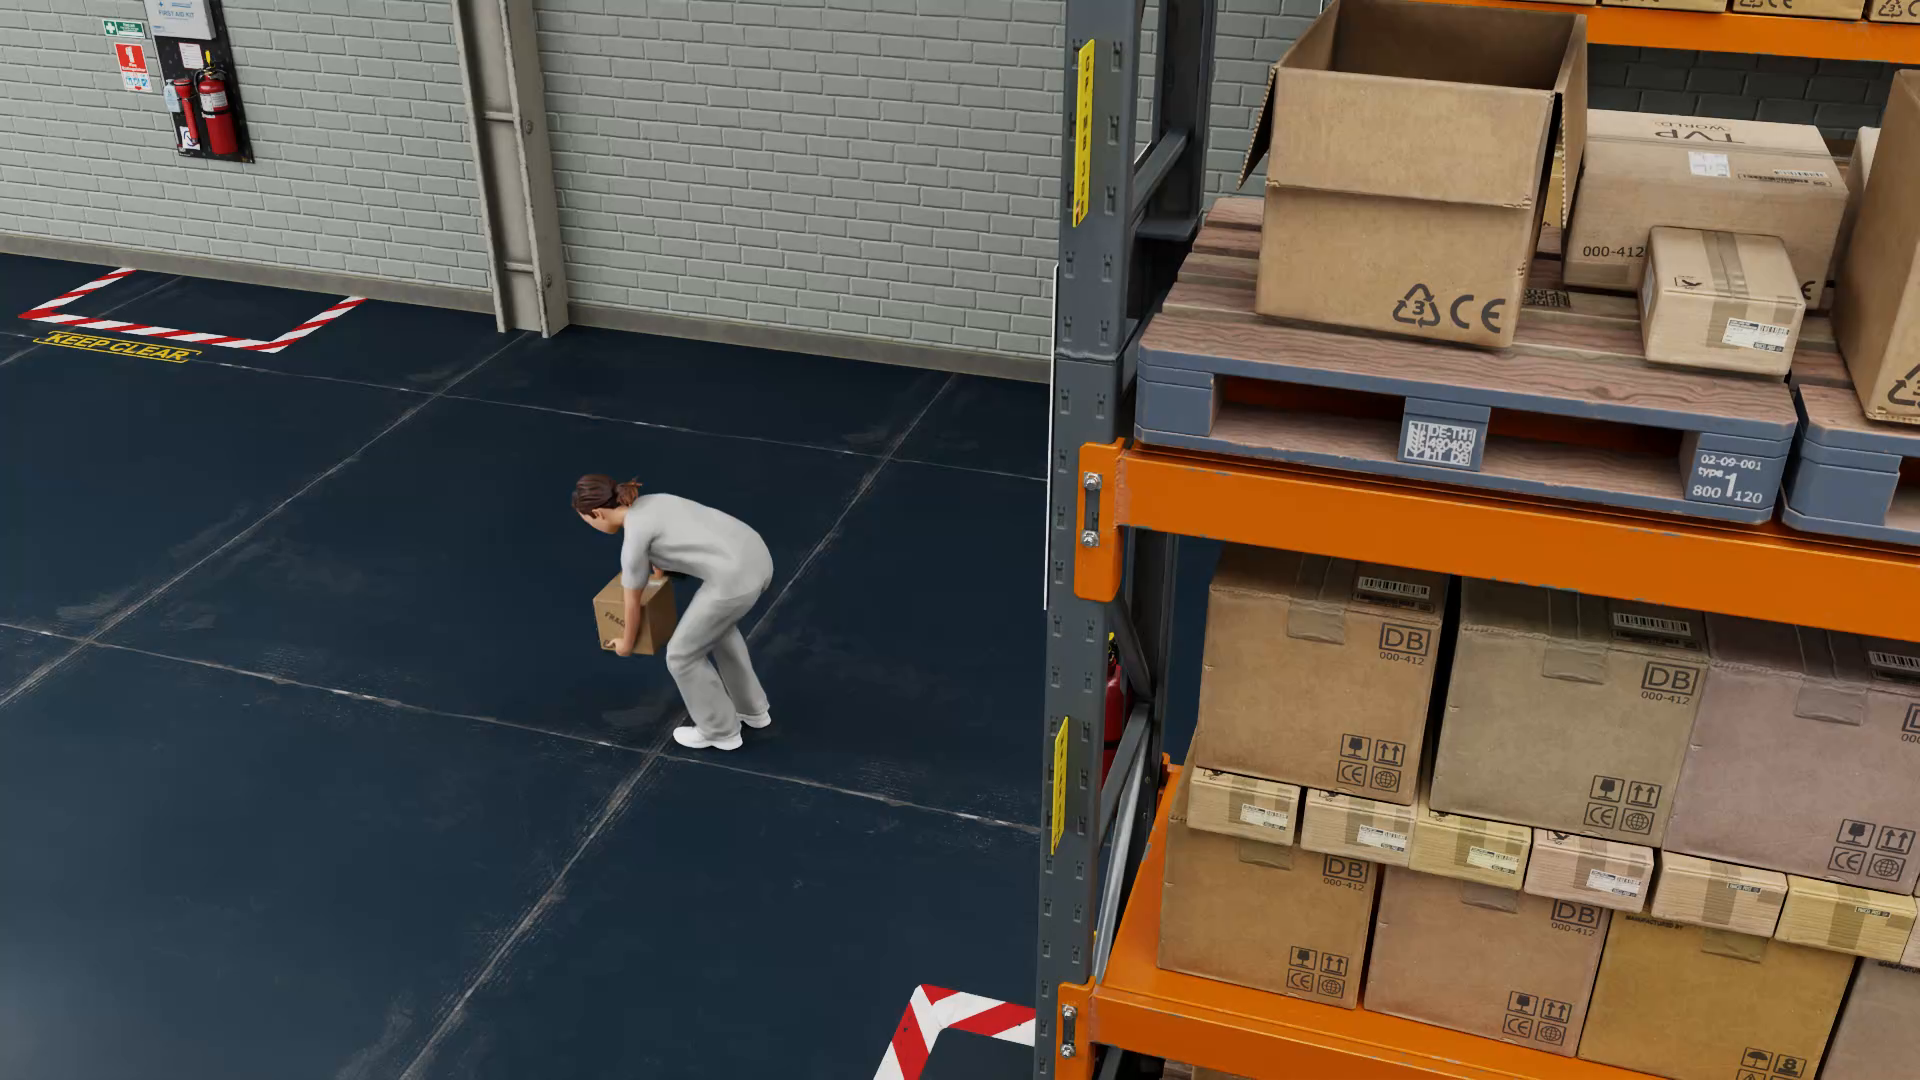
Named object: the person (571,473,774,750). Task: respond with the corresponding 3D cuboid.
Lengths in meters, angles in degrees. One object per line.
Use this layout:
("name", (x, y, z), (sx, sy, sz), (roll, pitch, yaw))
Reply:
("person", (-1.198, 0.297, 7.070), (0.836, 1.217, 0.429), (7, 30, 13))
